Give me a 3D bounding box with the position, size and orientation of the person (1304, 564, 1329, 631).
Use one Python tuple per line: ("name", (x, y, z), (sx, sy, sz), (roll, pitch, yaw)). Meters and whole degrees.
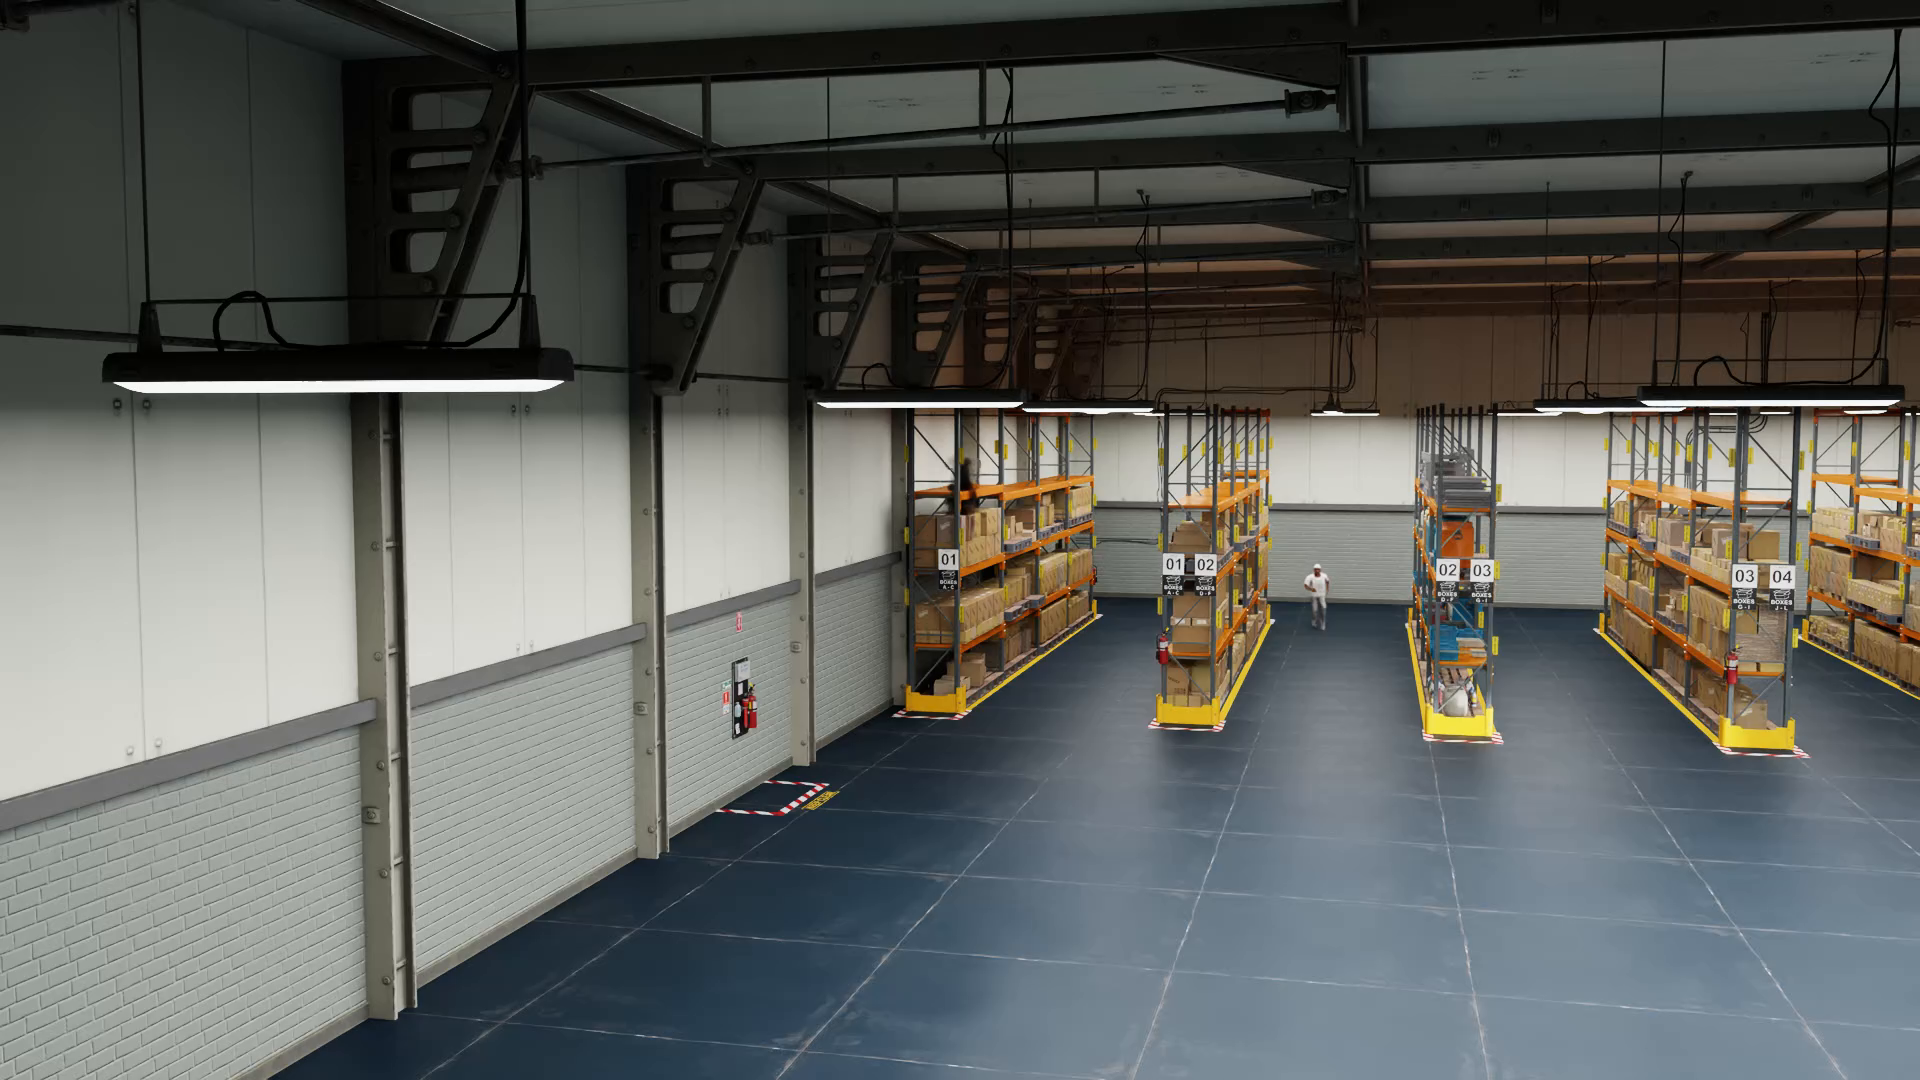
("person", (9.709, 1.547, 45.197), (0.708, 1.800, 0.803), (0, 4, 2))
